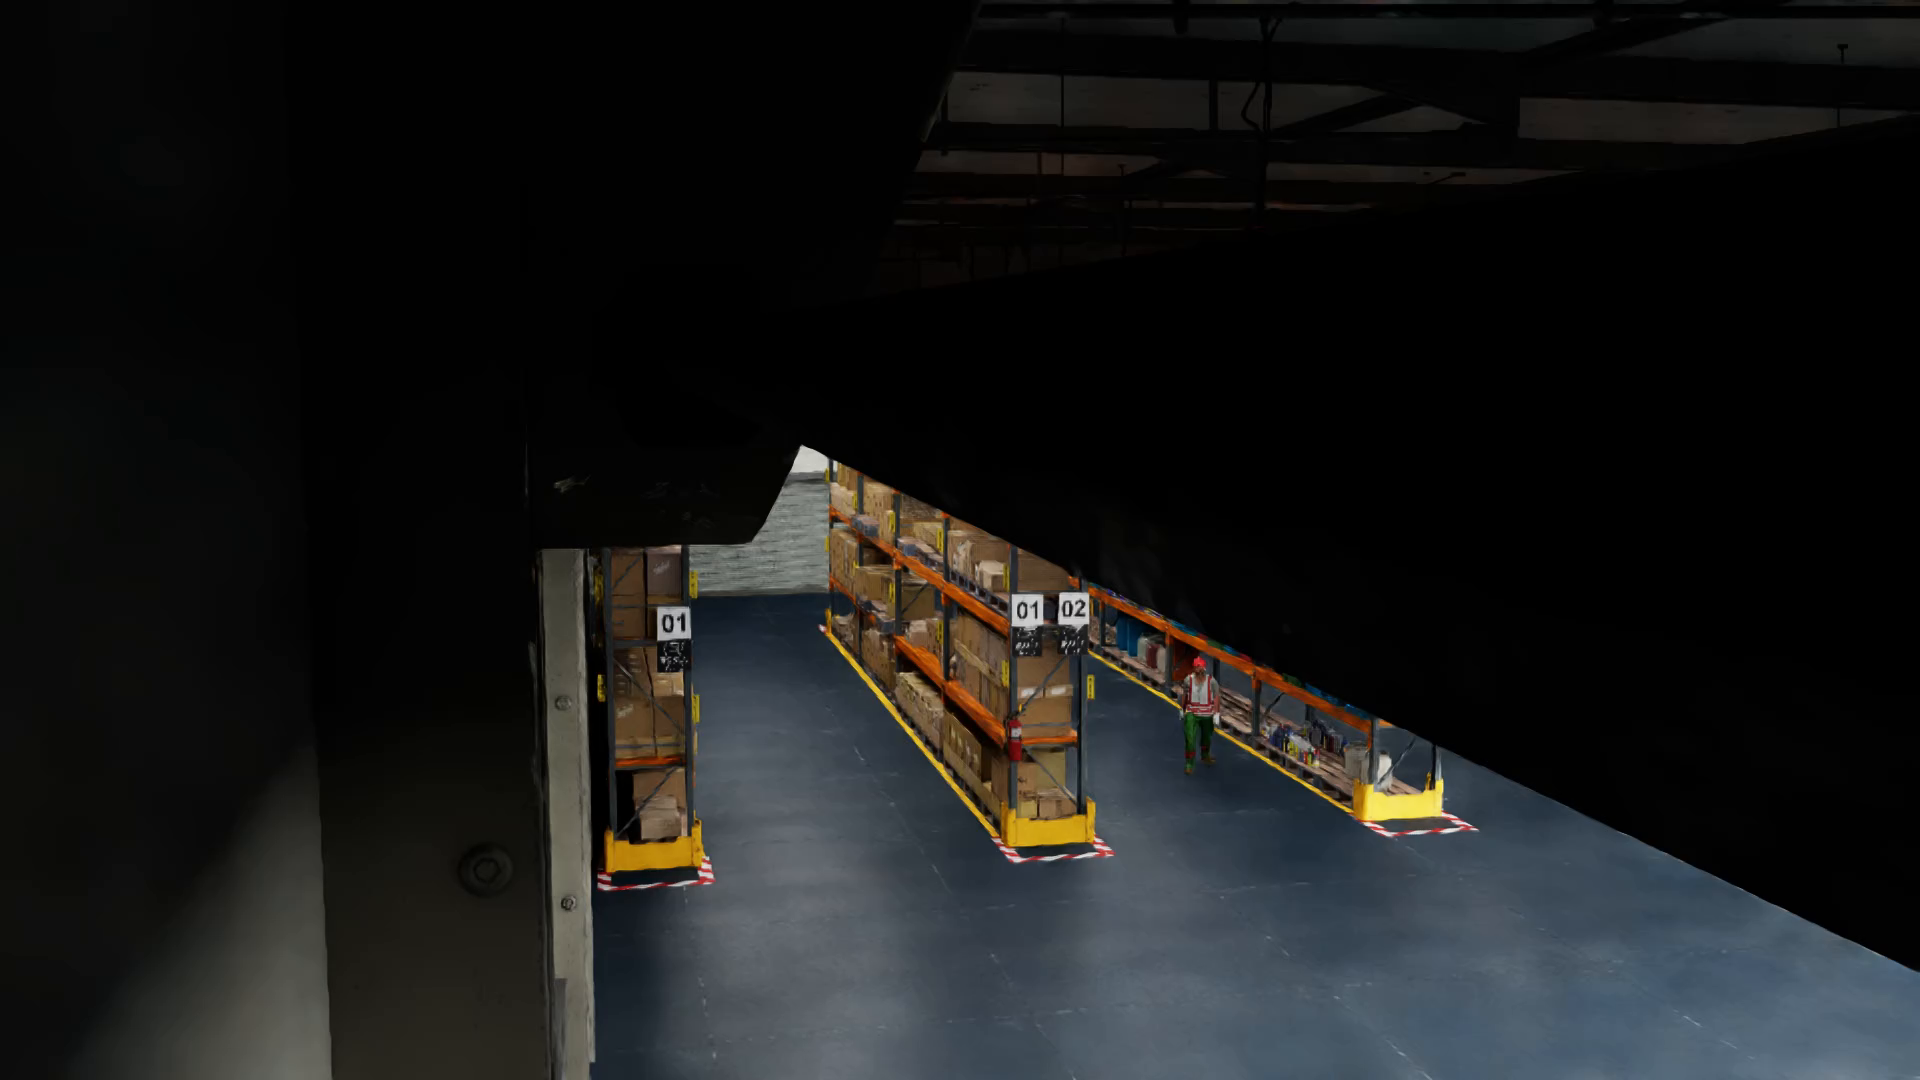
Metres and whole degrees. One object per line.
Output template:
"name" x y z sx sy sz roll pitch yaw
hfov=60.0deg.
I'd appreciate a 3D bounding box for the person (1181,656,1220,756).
"person" -0.880 2.321 25.521 9.611 1.469 1.191 1 7 8
